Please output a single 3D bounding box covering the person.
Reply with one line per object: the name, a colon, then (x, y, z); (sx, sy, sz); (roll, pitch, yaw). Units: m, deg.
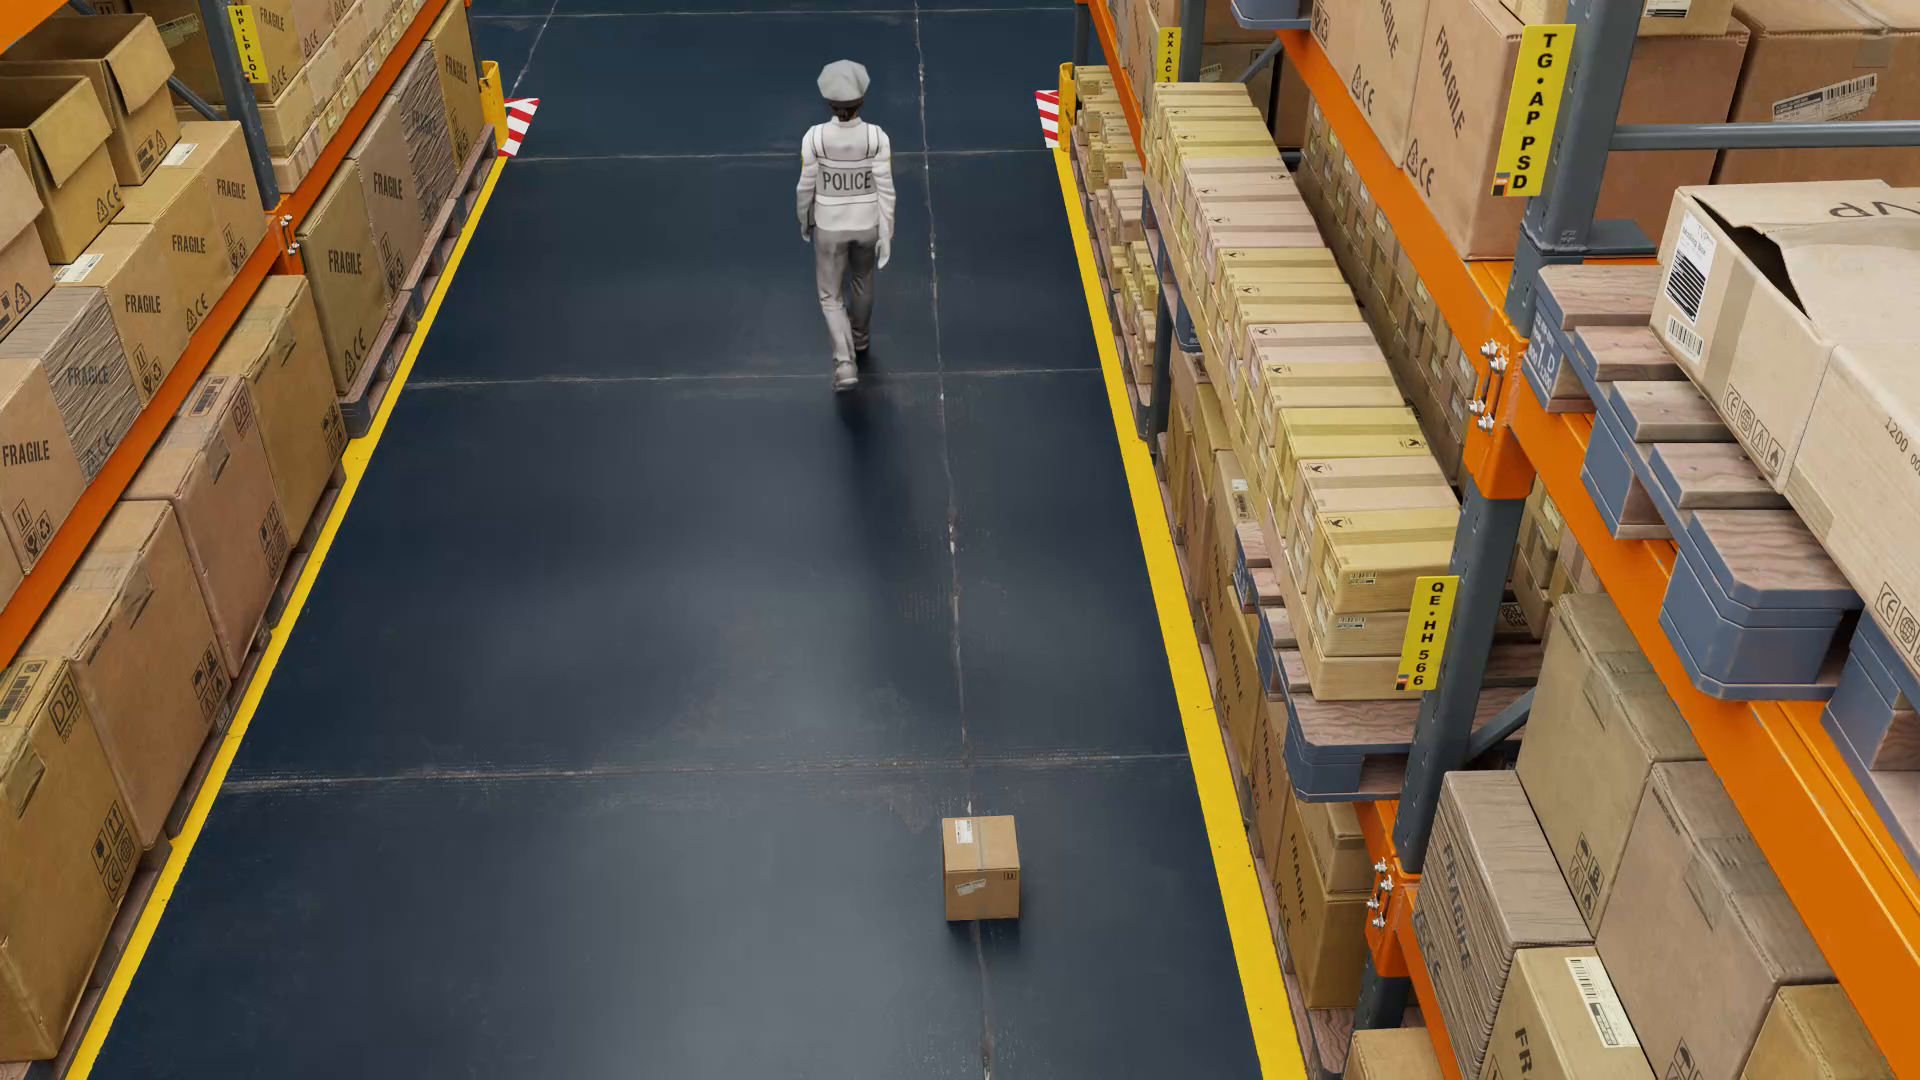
person: (-0.565, -1.571, 8.312); (0.477, 1.645, 0.949); (-7, 36, -10)
